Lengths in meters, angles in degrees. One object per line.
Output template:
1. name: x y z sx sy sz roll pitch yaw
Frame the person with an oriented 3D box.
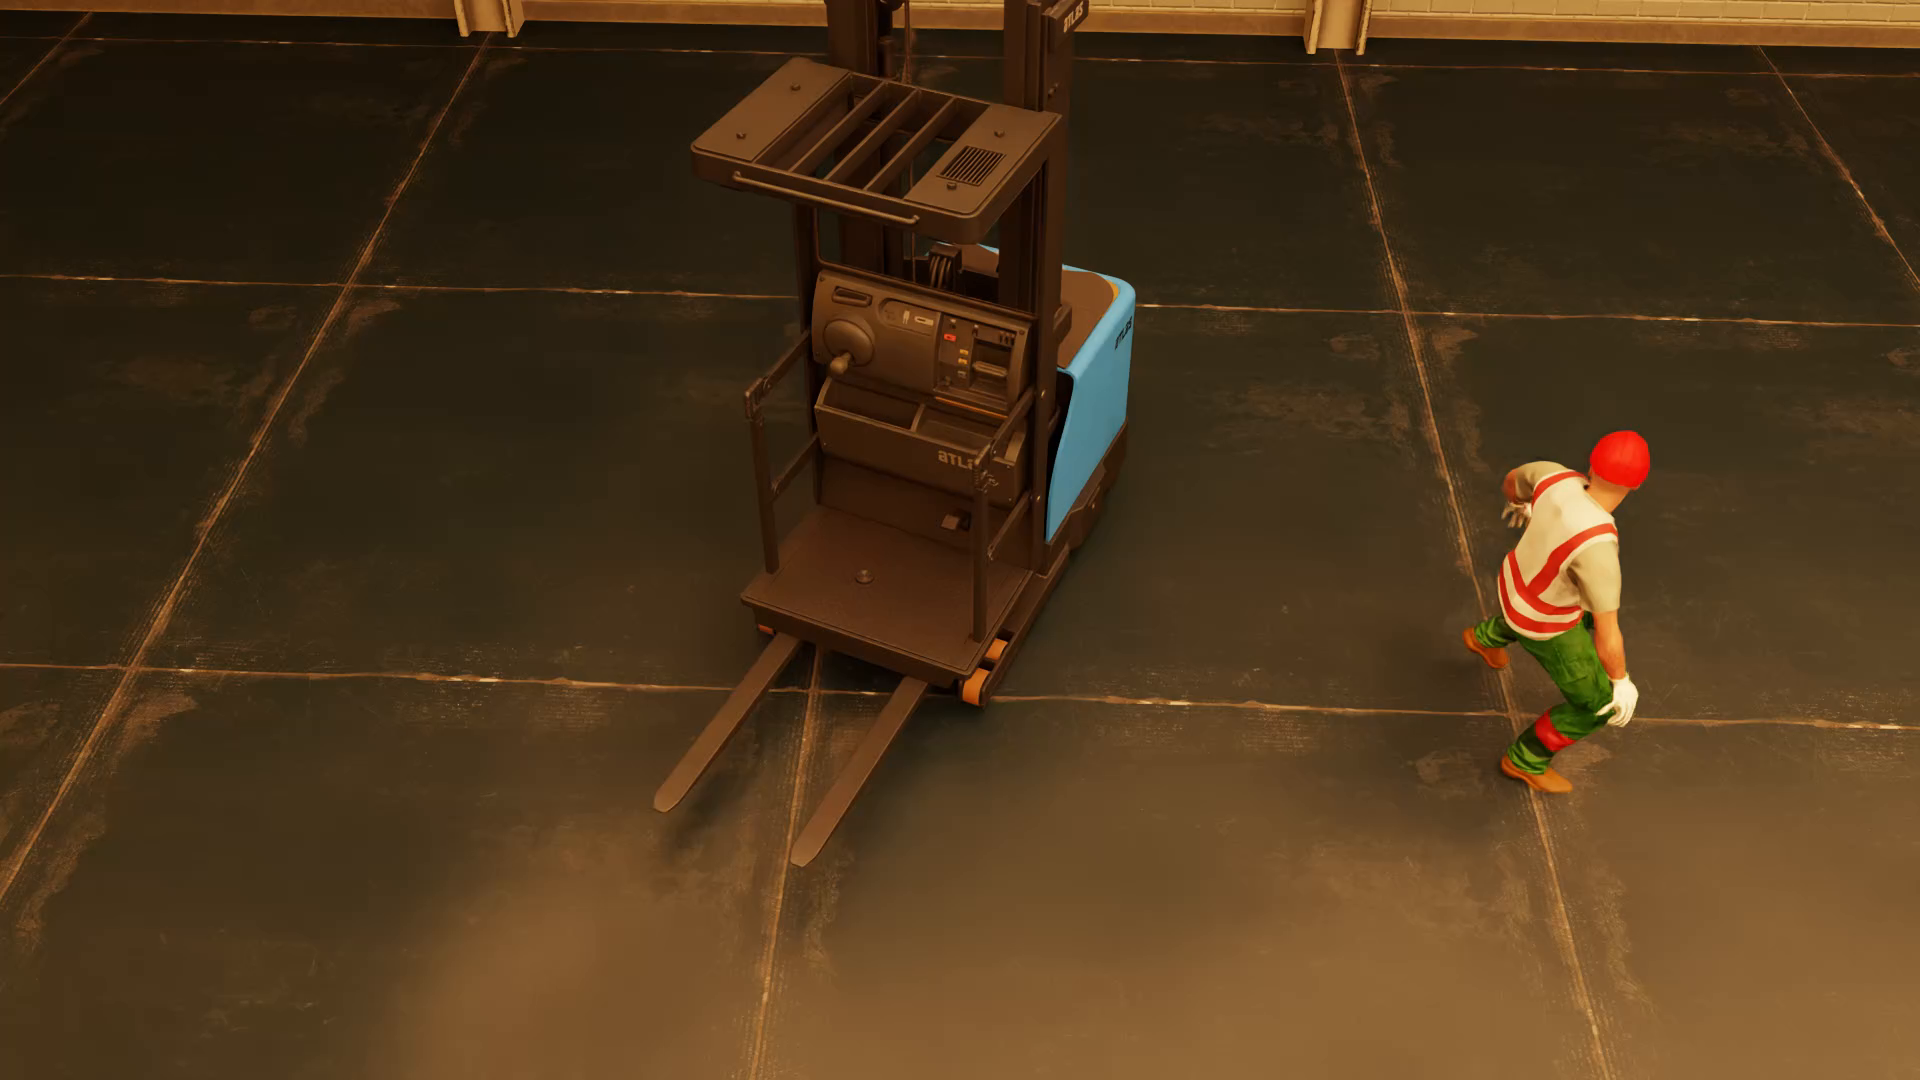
1. person: 2.355 0.243 6.451 0.515 1.658 1.016 4 43 4

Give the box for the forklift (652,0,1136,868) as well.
1. forklift: -0.257 -0.709 6.519 1.130 2.935 3.031 17 45 18
